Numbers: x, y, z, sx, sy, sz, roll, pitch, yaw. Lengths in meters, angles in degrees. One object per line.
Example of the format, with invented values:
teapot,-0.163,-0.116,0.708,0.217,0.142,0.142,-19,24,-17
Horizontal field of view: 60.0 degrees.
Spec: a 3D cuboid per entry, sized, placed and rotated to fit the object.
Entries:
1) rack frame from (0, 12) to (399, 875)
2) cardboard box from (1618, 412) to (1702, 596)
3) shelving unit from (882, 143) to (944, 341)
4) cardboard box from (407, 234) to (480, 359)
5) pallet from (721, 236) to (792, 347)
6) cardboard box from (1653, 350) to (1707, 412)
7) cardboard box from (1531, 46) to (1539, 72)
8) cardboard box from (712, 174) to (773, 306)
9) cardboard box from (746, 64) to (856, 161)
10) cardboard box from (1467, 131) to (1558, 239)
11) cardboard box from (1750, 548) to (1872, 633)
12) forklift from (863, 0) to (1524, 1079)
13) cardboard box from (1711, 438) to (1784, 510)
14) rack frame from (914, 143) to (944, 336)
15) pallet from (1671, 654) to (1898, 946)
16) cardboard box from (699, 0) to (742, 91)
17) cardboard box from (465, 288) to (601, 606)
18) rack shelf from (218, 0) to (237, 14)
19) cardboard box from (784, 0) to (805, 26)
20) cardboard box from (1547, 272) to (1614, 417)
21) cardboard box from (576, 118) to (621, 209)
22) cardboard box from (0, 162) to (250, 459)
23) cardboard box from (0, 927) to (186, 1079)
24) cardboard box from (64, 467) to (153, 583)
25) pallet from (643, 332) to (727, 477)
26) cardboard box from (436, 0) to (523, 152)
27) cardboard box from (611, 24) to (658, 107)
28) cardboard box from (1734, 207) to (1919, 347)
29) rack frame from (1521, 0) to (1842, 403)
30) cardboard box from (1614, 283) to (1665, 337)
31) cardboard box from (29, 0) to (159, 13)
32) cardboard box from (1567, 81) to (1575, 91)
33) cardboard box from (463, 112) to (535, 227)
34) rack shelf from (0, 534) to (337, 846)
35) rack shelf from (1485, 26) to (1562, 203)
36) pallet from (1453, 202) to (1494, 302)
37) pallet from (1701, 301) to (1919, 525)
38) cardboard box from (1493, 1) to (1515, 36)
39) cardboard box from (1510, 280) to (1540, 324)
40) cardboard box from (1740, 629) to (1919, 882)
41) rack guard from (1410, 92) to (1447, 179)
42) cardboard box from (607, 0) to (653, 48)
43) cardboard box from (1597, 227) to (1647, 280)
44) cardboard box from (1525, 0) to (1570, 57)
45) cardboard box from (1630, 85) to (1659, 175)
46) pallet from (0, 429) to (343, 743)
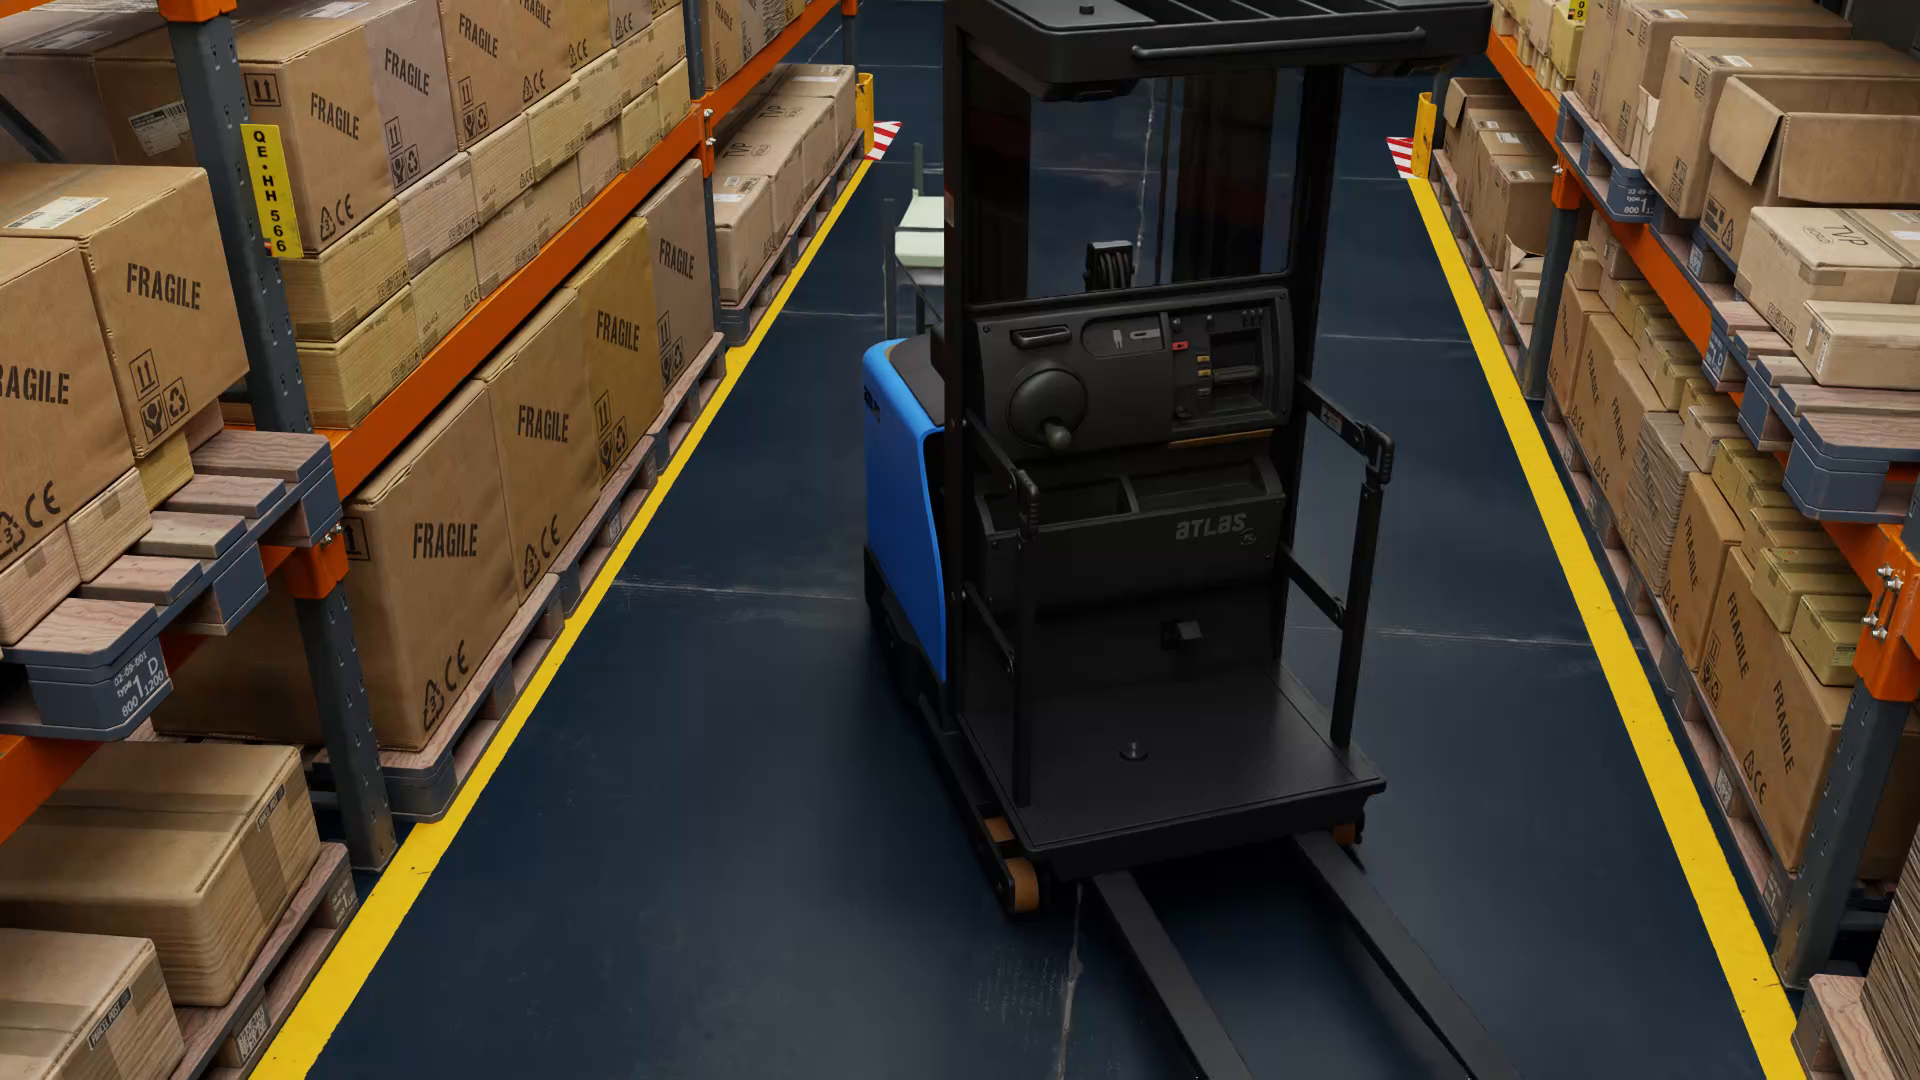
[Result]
rack frame,-2.198,-0.389,4.310,1.000,3.000,0.127,3,28,6
cardboard box,2.745,-0.125,6.013,0.500,0.500,0.500,2,28,4
shelving unit,-0.022,-0.687,6.444,0.431,1.500,0.755,3,28,6
cardboard box,-1.843,-0.782,5.196,0.500,0.250,0.500,3,28,5
pallet,-1.537,-1.398,9.122,1.003,0.211,1.213,3,28,6
cardboard box,2.813,-0.584,6.179,0.380,0.149,0.250,4,29,8
cardboard box,3.084,-2.409,8.324,0.380,0.149,0.250,4,29,8
cardboard box,-1.525,-1.618,8.850,0.875,0.438,0.875,3,28,5
cardboard box,-1.200,-2.895,11.220,0.875,0.438,0.875,2,28,4
cardboard box,3.232,-2.027,9.543,0.500,0.500,0.500,4,29,7
cardboard box,2.540,0.150,4.818,0.380,0.149,0.250,2,28,4
forklift,0.564,-0.431,4.460,1.130,2.935,3.031,-8,29,-15
cardboard box,2.724,-0.210,5.487,0.380,0.149,0.250,3,28,5
rack frame,0.021,-0.860,6.764,0.400,1.500,0.023,3,28,6
pallet,2.857,0.776,5.087,1.003,0.211,1.213,3,28,6
cardboard box,-1.391,-2.522,8.163,0.500,0.500,0.500,4,29,8
cardboard box,-1.918,-0.379,6.087,0.875,0.875,0.875,4,29,7
rack shelf,-1.953,-2.334,5.516,1.077,0.370,4.000,3,28,6
cardboard box,-1.195,-3.235,9.486,0.500,0.500,0.500,4,29,8
cardboard box,2.936,-0.855,7.367,0.500,0.500,0.500,5,29,8
cardboard box,-1.657,-1.504,6.537,0.500,0.250,0.500,3,28,5
cardboard box,-1.978,-0.519,3.689,0.500,0.500,0.500,3,28,5
cardboard box,-2.360,1.196,3.695,0.950,0.372,0.625,3,28,5
cardboard box,-1.952,-0.044,3.491,0.380,0.149,0.250,3,28,6
pallet,-1.728,-0.677,7.784,1.003,0.211,1.213,3,28,6
cardboard box,-1.765,-1.568,5.338,0.500,0.500,0.500,4,29,8
cardboard box,-1.575,-1.969,6.873,0.500,0.250,0.500,4,29,7
cardboard box,2.536,-0.737,4.670,0.500,0.250,0.500,2,28,4
rack frame,3.219,-1.985,7.272,1.000,3.000,0.127,3,28,6
cardboard box,2.933,-0.946,6.851,0.380,0.149,0.250,2,28,4
cardboard box,-2.340,-1.374,4.978,0.500,0.500,0.500,4,29,7
cardboard box,3.007,-2.039,7.638,0.380,0.149,0.250,4,29,7
cardboard box,-1.753,-1.244,5.528,0.500,0.250,0.500,3,28,6
rack shelf,-2.443,0.869,2.733,1.077,0.370,4.000,3,28,6
rack shelf,3.464,-2.610,9.191,1.077,0.370,4.000,3,28,6
pallet,3.451,-1.657,9.603,1.003,0.211,1.213,3,28,6
pallet,2.742,-0.341,4.423,1.213,0.211,1.003,3,28,6
cardboard box,3.177,-2.890,9.217,0.380,0.149,0.250,4,29,7
cardboard box,2.995,-1.194,8.367,0.380,0.149,0.250,3,28,5
cardboard box,2.567,0.602,4.663,0.500,0.500,0.500,4,29,8
rack guard,3.699,-2.732,11.294,1.175,0.500,0.348,3,28,6
cardboard box,-1.570,-2.287,6.673,0.500,0.500,0.500,4,29,7
cardboard box,2.926,-1.208,7.024,0.380,0.149,0.250,2,28,4
cardboard box,3.086,-2.541,8.148,0.500,0.250,0.500,3,29,6
cardboard box,2.668,-1.479,6.032,0.396,0.266,0.258,5,29,9
pallet,-2.180,0.037,3.721,1.213,0.211,1.003,3,28,6
